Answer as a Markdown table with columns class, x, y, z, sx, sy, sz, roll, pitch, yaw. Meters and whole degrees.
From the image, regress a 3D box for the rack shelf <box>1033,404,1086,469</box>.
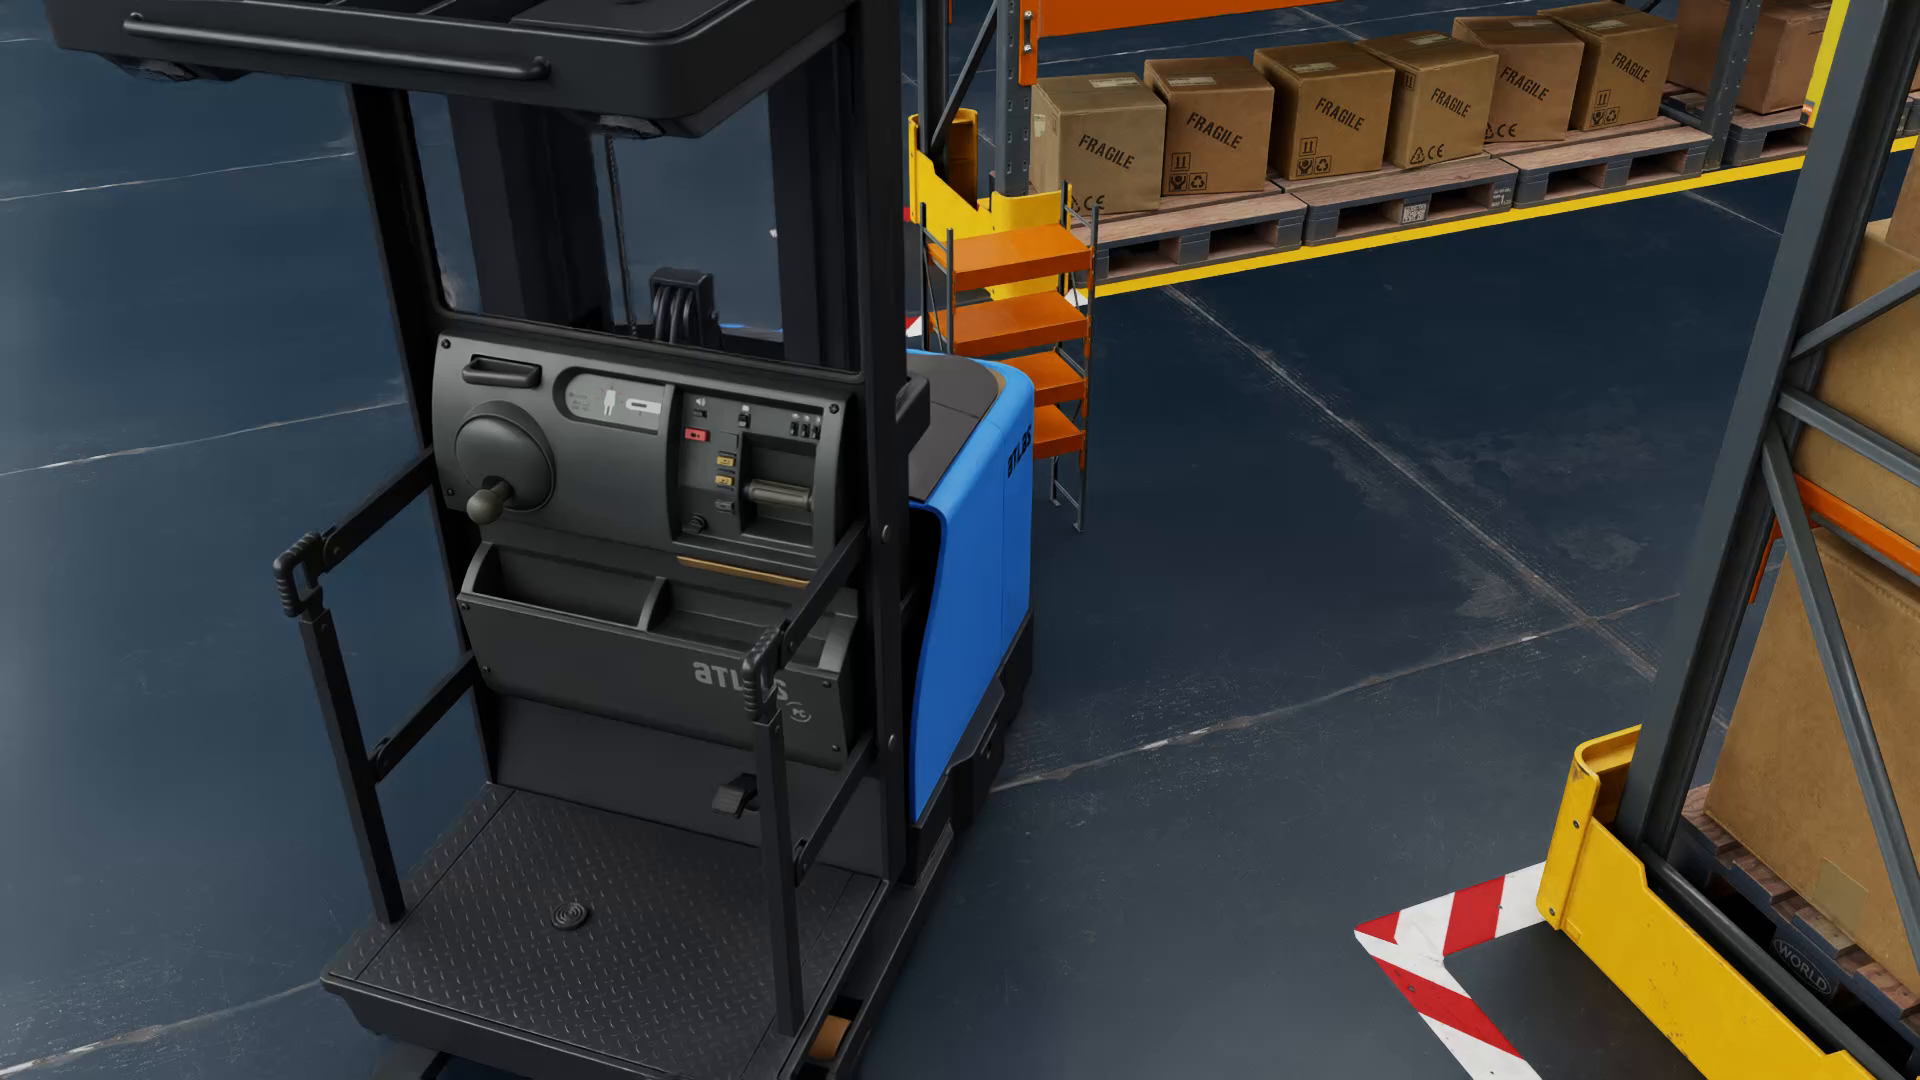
| class | x | y | z | sx | sy | sz | roll | pitch | yaw |
| --- | --- | --- | --- | --- | --- | --- | --- | --- | --- |
| rack shelf | 0.153 | -0.315 | 5.621 | 0.480 | 0.148 | 0.258 | -13 | 35 | -19 |

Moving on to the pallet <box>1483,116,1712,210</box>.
| class | x | y | z | sx | sy | sz | roll | pitch | yaw |
| --- | --- | --- | --- | --- | --- | --- | --- | --- | --- |
| pallet | 3.131 | -2.107 | 8.795 | 1.213 | 0.211 | 1.003 | -13 | 35 | -19 |

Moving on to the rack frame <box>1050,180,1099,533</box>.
| class | x | y | z | sx | sy | sz | roll | pitch | yaw |
| --- | --- | --- | --- | --- | --- | --- | --- | --- | --- |
| rack frame | 0.378 | -0.589 | 5.556 | 0.015 | 1.200 | 0.240 | -13 | 35 | -19 |

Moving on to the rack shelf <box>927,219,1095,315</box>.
| class | x | y | z | sx | sy | sz | roll | pitch | yaw |
| --- | --- | --- | --- | --- | --- | --- | --- | --- | --- |
| rack shelf | 0.153 | -0.867 | 5.262 | 0.480 | 0.148 | 0.258 | -13 | 35 | -19 |

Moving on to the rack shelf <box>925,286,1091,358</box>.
| class | x | y | z | sx | sy | sz | roll | pitch | yaw |
| --- | --- | --- | --- | --- | --- | --- | --- | --- | --- |
| rack shelf | 0.153 | -0.669 | 5.391 | 0.480 | 0.148 | 0.258 | -13 | 35 | -19 |

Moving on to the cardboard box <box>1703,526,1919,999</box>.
| class | x | y | z | sx | sy | sz | roll | pitch | yaw |
| --- | --- | --- | --- | --- | --- | --- | --- | --- | --- |
| cardboard box | 2.475 | 0.463 | 3.852 | 0.875 | 0.875 | 0.875 | -13 | 35 | -19 |

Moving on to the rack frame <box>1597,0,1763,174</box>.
| class | x | y | z | sx | sy | sz | roll | pitch | yaw |
| --- | --- | --- | --- | --- | --- | --- | --- | --- | --- |
| rack frame | 3.737 | -3.435 | 8.280 | 0.127 | 3.000 | 1.000 | -13 | 35 | -19 |

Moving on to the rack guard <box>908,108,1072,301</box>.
| class | x | y | z | sx | sy | sz | roll | pitch | yaw |
| --- | --- | --- | --- | --- | --- | --- | --- | --- | --- |
| rack guard | 0.119 | -1.559 | 7.688 | 0.348 | 0.500 | 1.175 | -13 | 35 | -19 |

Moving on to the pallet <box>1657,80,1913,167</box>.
| class | x | y | z | sx | sy | sz | roll | pitch | yaw |
| --- | --- | --- | --- | --- | --- | --- | --- | --- | --- |
| pallet | 4.454 | -2.432 | 9.294 | 1.213 | 0.211 | 1.003 | -13 | 35 | -19 |

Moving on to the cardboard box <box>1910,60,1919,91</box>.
| class | x | y | z | sx | sy | sz | roll | pitch | yaw |
| --- | --- | --- | --- | --- | --- | --- | --- | --- | --- |
| cardboard box | 5.274 | -2.901 | 9.346 | 0.500 | 0.500 | 0.700 | -16 | 36 | -23 |

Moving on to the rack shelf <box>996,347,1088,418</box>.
| class | x | y | z | sx | sy | sz | roll | pitch | yaw |
| --- | --- | --- | --- | --- | --- | --- | --- | --- | --- |
| rack shelf | 0.153 | -0.481 | 5.513 | 0.480 | 0.148 | 0.258 | -13 | 35 | -19 |

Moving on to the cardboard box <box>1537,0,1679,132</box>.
| class | x | y | z | sx | sy | sz | roll | pitch | yaw |
| --- | --- | --- | --- | --- | --- | --- | --- | --- | --- |
| cardboard box | 3.353 | -2.499 | 8.748 | 0.500 | 0.500 | 0.500 | -14 | 36 | -20 |

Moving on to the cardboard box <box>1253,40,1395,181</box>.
| class | x | y | z | sx | sy | sz | roll | pitch | yaw |
| --- | --- | --- | --- | --- | --- | --- | --- | --- | --- |
| cardboard box | 1.753 | -2.109 | 8.148 | 0.500 | 0.500 | 0.500 | -10 | 34 | -14 |

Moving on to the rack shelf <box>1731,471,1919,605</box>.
| class | x | y | z | sx | sy | sz | roll | pitch | yaw |
| --- | --- | --- | --- | --- | --- | --- | --- | --- | --- |
| rack shelf | 3.720 | -0.196 | 3.961 | 4.000 | 0.370 | 1.077 | -13 | 35 | -19 |

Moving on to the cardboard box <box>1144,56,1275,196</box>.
| class | x | y | z | sx | sy | sz | roll | pitch | yaw |
| --- | --- | --- | --- | --- | --- | --- | --- | --- | --- |
| cardboard box | 1.169 | -1.986 | 7.959 | 0.500 | 0.500 | 0.500 | -4 | 33 | -6 |

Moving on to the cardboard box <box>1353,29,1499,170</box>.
| class | x | y | z | sx | sy | sz | roll | pitch | yaw |
| --- | --- | --- | --- | --- | --- | --- | --- | --- | --- |
| cardboard box | 2.285 | -2.204 | 8.294 | 0.500 | 0.500 | 0.500 | -16 | 36 | -23 |

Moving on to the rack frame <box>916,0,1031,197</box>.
| class | x | y | z | sx | sy | sz | roll | pitch | yaw |
| --- | --- | --- | --- | --- | --- | --- | --- | --- | --- |
| rack frame | 0.049 | -2.591 | 6.982 | 0.127 | 3.000 | 1.000 | -13 | 35 | -19 |

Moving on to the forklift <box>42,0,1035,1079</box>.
| class | x | y | z | sx | sy | sz | roll | pitch | yaw |
| --- | --- | --- | --- | --- | --- | --- | --- | --- | --- |
| forklift | -0.739 | -0.124 | 3.253 | 1.130 | 2.935 | 3.031 | 11 | 34 | 16 |

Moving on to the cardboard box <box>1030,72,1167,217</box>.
| class | x | y | z | sx | sy | sz | roll | pitch | yaw |
| --- | --- | --- | --- | --- | --- | --- | --- | --- | --- |
| cardboard box | 0.631 | -1.843 | 7.739 | 0.500 | 0.500 | 0.500 | -7 | 34 | -10 |

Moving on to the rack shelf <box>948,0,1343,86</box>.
| class | x | y | z | sx | sy | sz | roll | pitch | yaw |
| --- | --- | --- | --- | --- | --- | --- | --- | --- | --- |
| rack shelf | 1.893 | -2.712 | 7.827 | 4.000 | 0.370 | 1.077 | -13 | 35 | -19 |

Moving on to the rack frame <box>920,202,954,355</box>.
| class | x | y | z | sx | sy | sz | roll | pitch | yaw |
| --- | --- | --- | --- | --- | --- | --- | --- | --- | --- |
| rack frame | -0.072 | -0.486 | 5.397 | 0.015 | 1.200 | 0.240 | -13 | 35 | -19 |

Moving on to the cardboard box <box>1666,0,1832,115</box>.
| class | x | y | z | sx | sy | sz | roll | pitch | yaw |
| --- | --- | --- | --- | --- | --- | --- | --- | --- | --- |
| cardboard box | 4.311 | -2.691 | 9.024 | 0.500 | 0.500 | 0.700 | -16 | 36 | -23 |

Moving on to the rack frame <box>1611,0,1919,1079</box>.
| class | x | y | z | sx | sy | sz | roll | pitch | yaw |
| --- | --- | --- | --- | --- | --- | --- | --- | --- | --- |
| rack frame | 1.876 | -0.075 | 3.116 | 0.127 | 3.000 | 1.000 | -13 | 35 | -19 |

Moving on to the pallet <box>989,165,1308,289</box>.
| class | x | y | z | sx | sy | sz | roll | pitch | yaw |
| --- | --- | --- | --- | --- | --- | --- | --- | --- | --- |
| pallet | 0.882 | -1.592 | 8.003 | 1.213 | 0.211 | 1.003 | -13 | 35 | -19 |

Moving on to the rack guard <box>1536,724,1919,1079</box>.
| class | x | y | z | sx | sy | sz | roll | pitch | yaw |
| --- | --- | --- | --- | --- | --- | --- | --- | --- | --- |
| rack guard | 1.854 | 0.977 | 3.790 | 0.348 | 0.500 | 1.175 | -13 | 35 | -19 |

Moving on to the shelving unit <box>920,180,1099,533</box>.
| class | x | y | z | sx | sy | sz | roll | pitch | yaw |
| --- | --- | --- | --- | --- | --- | --- | --- | --- | --- |
| shelving unit | 0.153 | -0.538 | 5.476 | 0.503 | 1.200 | 0.258 | -13 | 35 | -19 |

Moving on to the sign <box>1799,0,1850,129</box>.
| class | x | y | z | sx | sy | sz | roll | pitch | yaw |
| --- | --- | --- | --- | --- | --- | --- | --- | --- | --- |
| sign | 1.678 | -0.936 | 3.159 | 0.005 | 0.325 | 0.100 | -13 | 35 | -19 |

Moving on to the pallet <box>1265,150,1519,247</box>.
| class | x | y | z | sx | sy | sz | roll | pitch | yaw |
| --- | --- | --- | --- | --- | --- | --- | --- | --- | --- |
| pallet | 2.005 | -1.847 | 8.396 | 1.213 | 0.211 | 1.003 | -13 | 35 | -19 |

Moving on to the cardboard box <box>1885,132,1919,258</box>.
| class | x | y | z | sx | sy | sz | roll | pitch | yaw |
| --- | --- | --- | --- | --- | --- | --- | --- | --- | --- |
| cardboard box | 2.233 | -0.650 | 2.871 | 0.550 | 0.550 | 0.875 | -13 | 35 | -19 |

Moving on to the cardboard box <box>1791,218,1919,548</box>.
| class | x | y | z | sx | sy | sz | roll | pitch | yaw |
| --- | --- | --- | --- | --- | --- | --- | --- | --- | --- |
| cardboard box | 2.200 | -0.239 | 3.230 | 0.550 | 0.550 | 0.875 | -13 | 35 | -19 |

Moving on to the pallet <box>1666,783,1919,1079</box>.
| class | x | y | z | sx | sy | sz | roll | pitch | yaw |
| --- | --- | --- | --- | --- | --- | --- | --- | --- | --- |
| pallet | 2.583 | 0.885 | 4.196 | 1.213 | 0.211 | 1.003 | -13 | 35 | -19 |

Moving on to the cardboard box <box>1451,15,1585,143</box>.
| class | x | y | z | sx | sy | sz | roll | pitch | yaw |
| --- | --- | --- | --- | --- | --- | --- | --- | --- | --- |
| cardboard box | 2.827 | -2.375 | 8.556 | 0.500 | 0.500 | 0.500 | -2 | 33 | -4 |

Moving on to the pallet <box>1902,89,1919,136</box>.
| class | x | y | z | sx | sy | sz | roll | pitch | yaw |
| --- | --- | --- | --- | --- | --- | --- | --- | --- | --- |
| pallet | 5.581 | -2.691 | 9.693 | 1.213 | 0.211 | 1.003 | -13 | 35 | -19 |

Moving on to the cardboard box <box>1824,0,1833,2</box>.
| class | x | y | z | sx | sy | sz | roll | pitch | yaw |
| --- | --- | --- | --- | --- | --- | --- | --- | --- | --- |
| cardboard box | 4.758 | -2.782 | 9.164 | 0.500 | 0.500 | 0.700 | -13 | 35 | -19 |
